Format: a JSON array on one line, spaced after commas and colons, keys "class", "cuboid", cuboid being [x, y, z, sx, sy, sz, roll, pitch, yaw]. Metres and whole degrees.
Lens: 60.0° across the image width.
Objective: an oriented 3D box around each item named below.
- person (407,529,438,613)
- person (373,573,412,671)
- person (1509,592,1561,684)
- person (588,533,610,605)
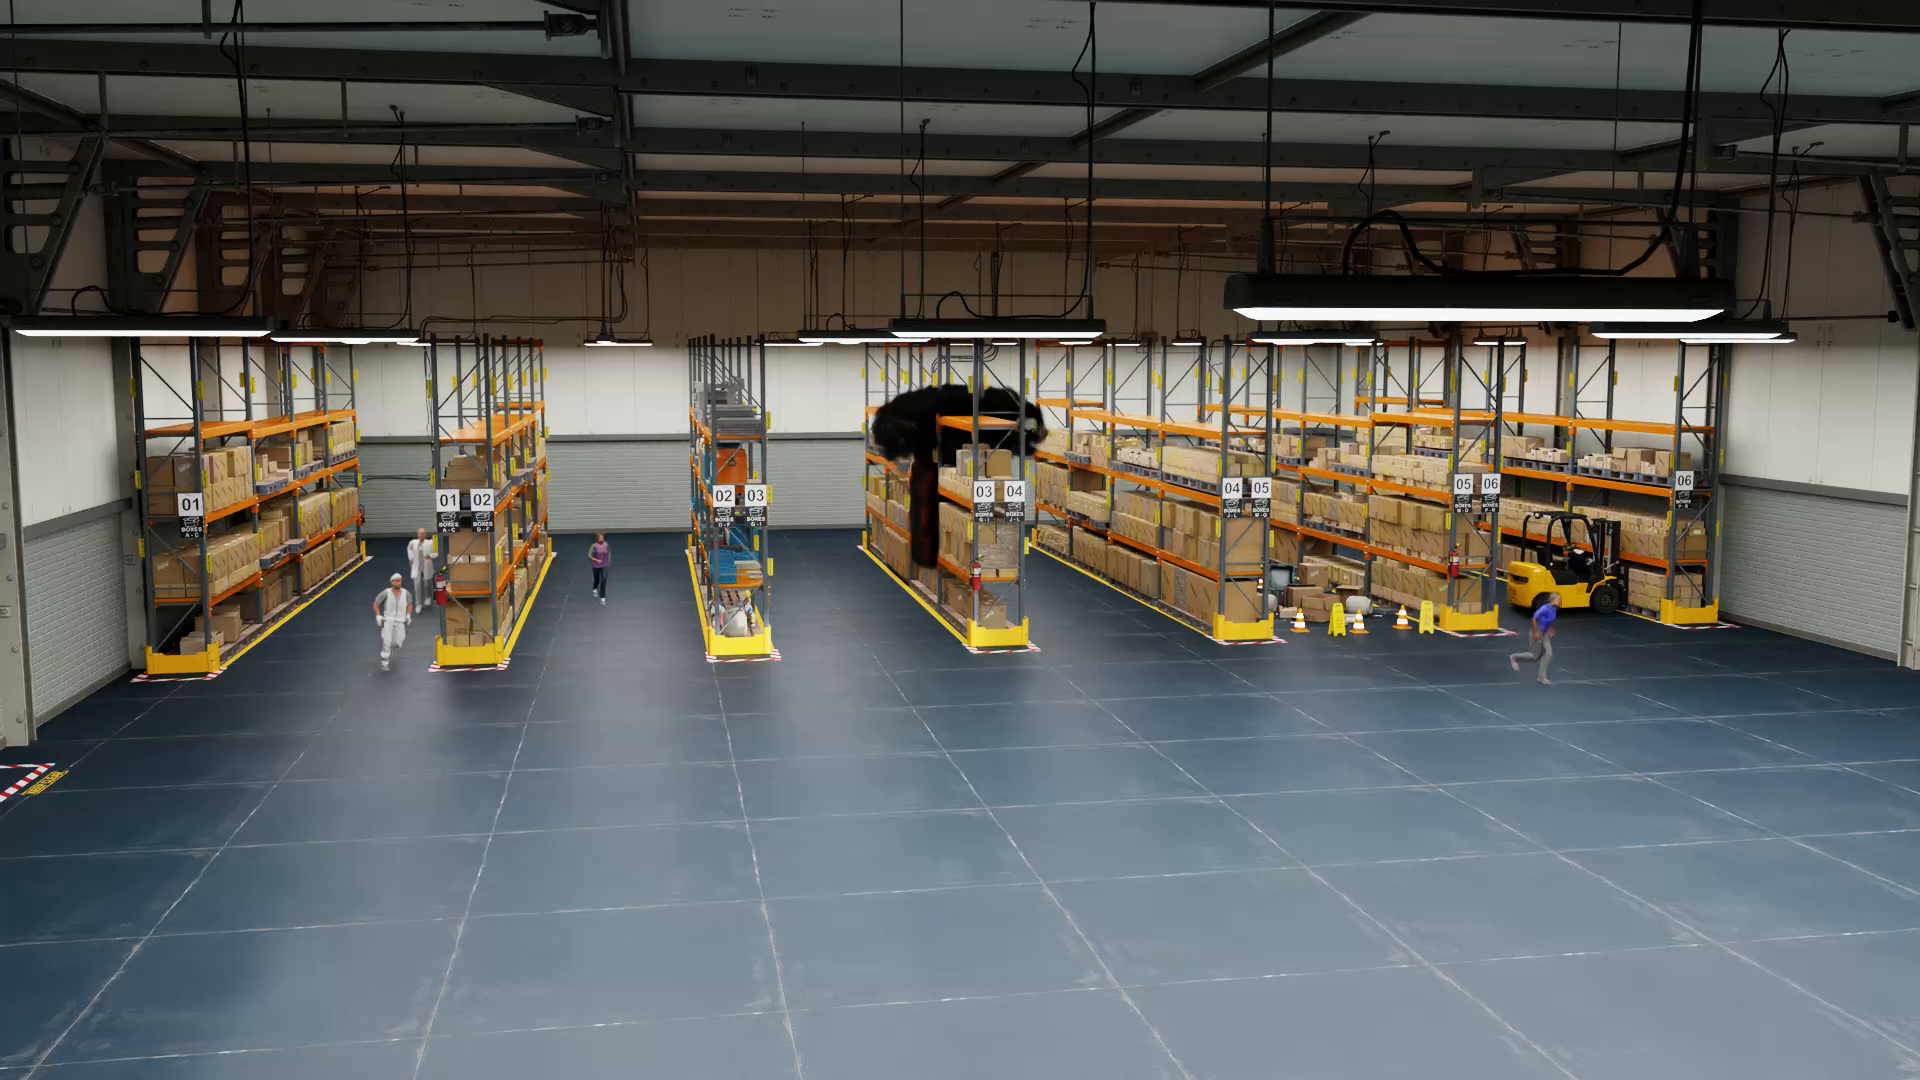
[{"class": "person", "cuboid": [-11.803, 0.643, 36.550, 0.705, 1.802, 1.046, -1, 7, -8]}, {"class": "person", "cuboid": [-10.179, 1.460, 29.893, 0.698, 1.729, 0.573, -4, 8, -31]}, {"class": "person", "cuboid": [9.951, 1.682, 28.761, 0.844, 1.595, 0.575, 5, 8, 36]}, {"class": "person", "cuboid": [-8.171, 0.620, 37.701, 0.564, 1.592, 0.921, -3, 7, -28]}]
